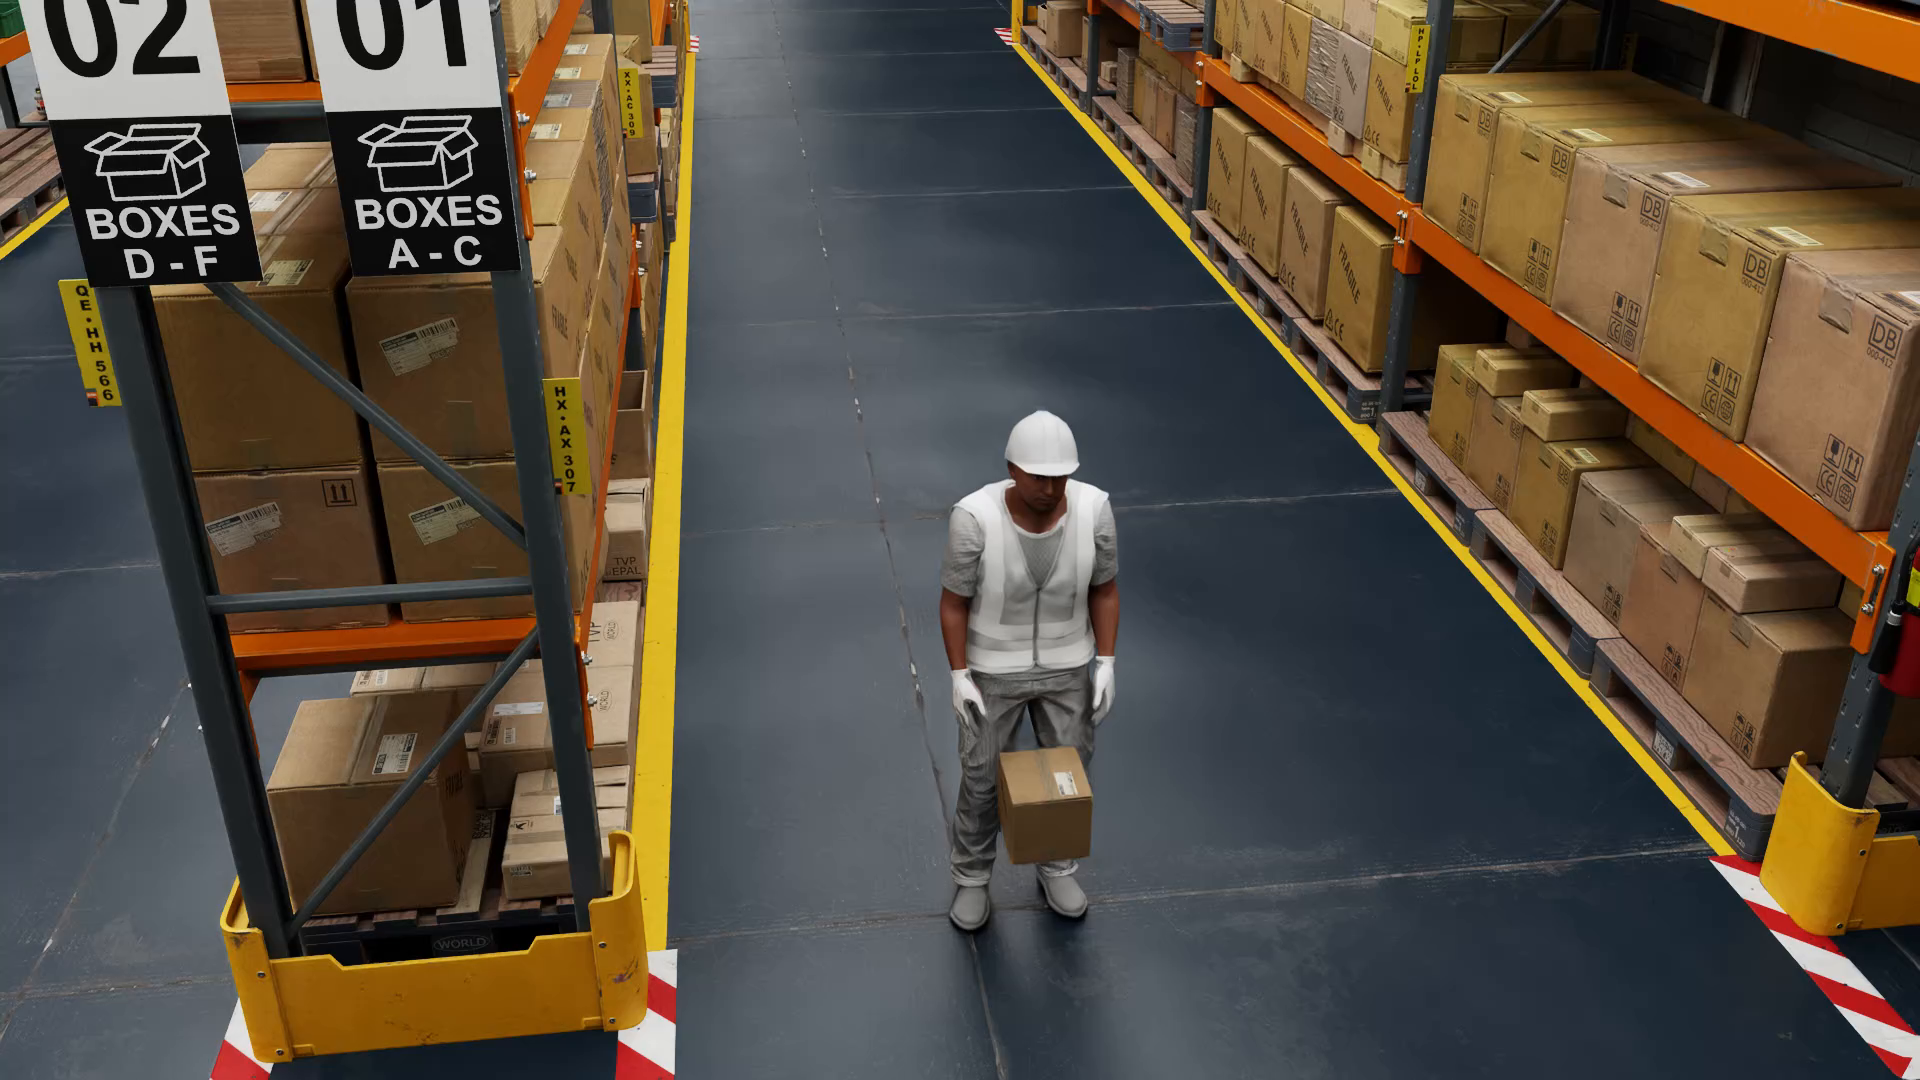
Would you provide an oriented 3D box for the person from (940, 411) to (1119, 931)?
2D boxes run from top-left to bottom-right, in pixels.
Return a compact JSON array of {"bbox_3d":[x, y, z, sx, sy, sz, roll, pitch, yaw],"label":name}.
[{"bbox_3d":[0.221,0.410,5.291,0.575,1.780,0.411,-4,27,-8],"label":"person"}]
